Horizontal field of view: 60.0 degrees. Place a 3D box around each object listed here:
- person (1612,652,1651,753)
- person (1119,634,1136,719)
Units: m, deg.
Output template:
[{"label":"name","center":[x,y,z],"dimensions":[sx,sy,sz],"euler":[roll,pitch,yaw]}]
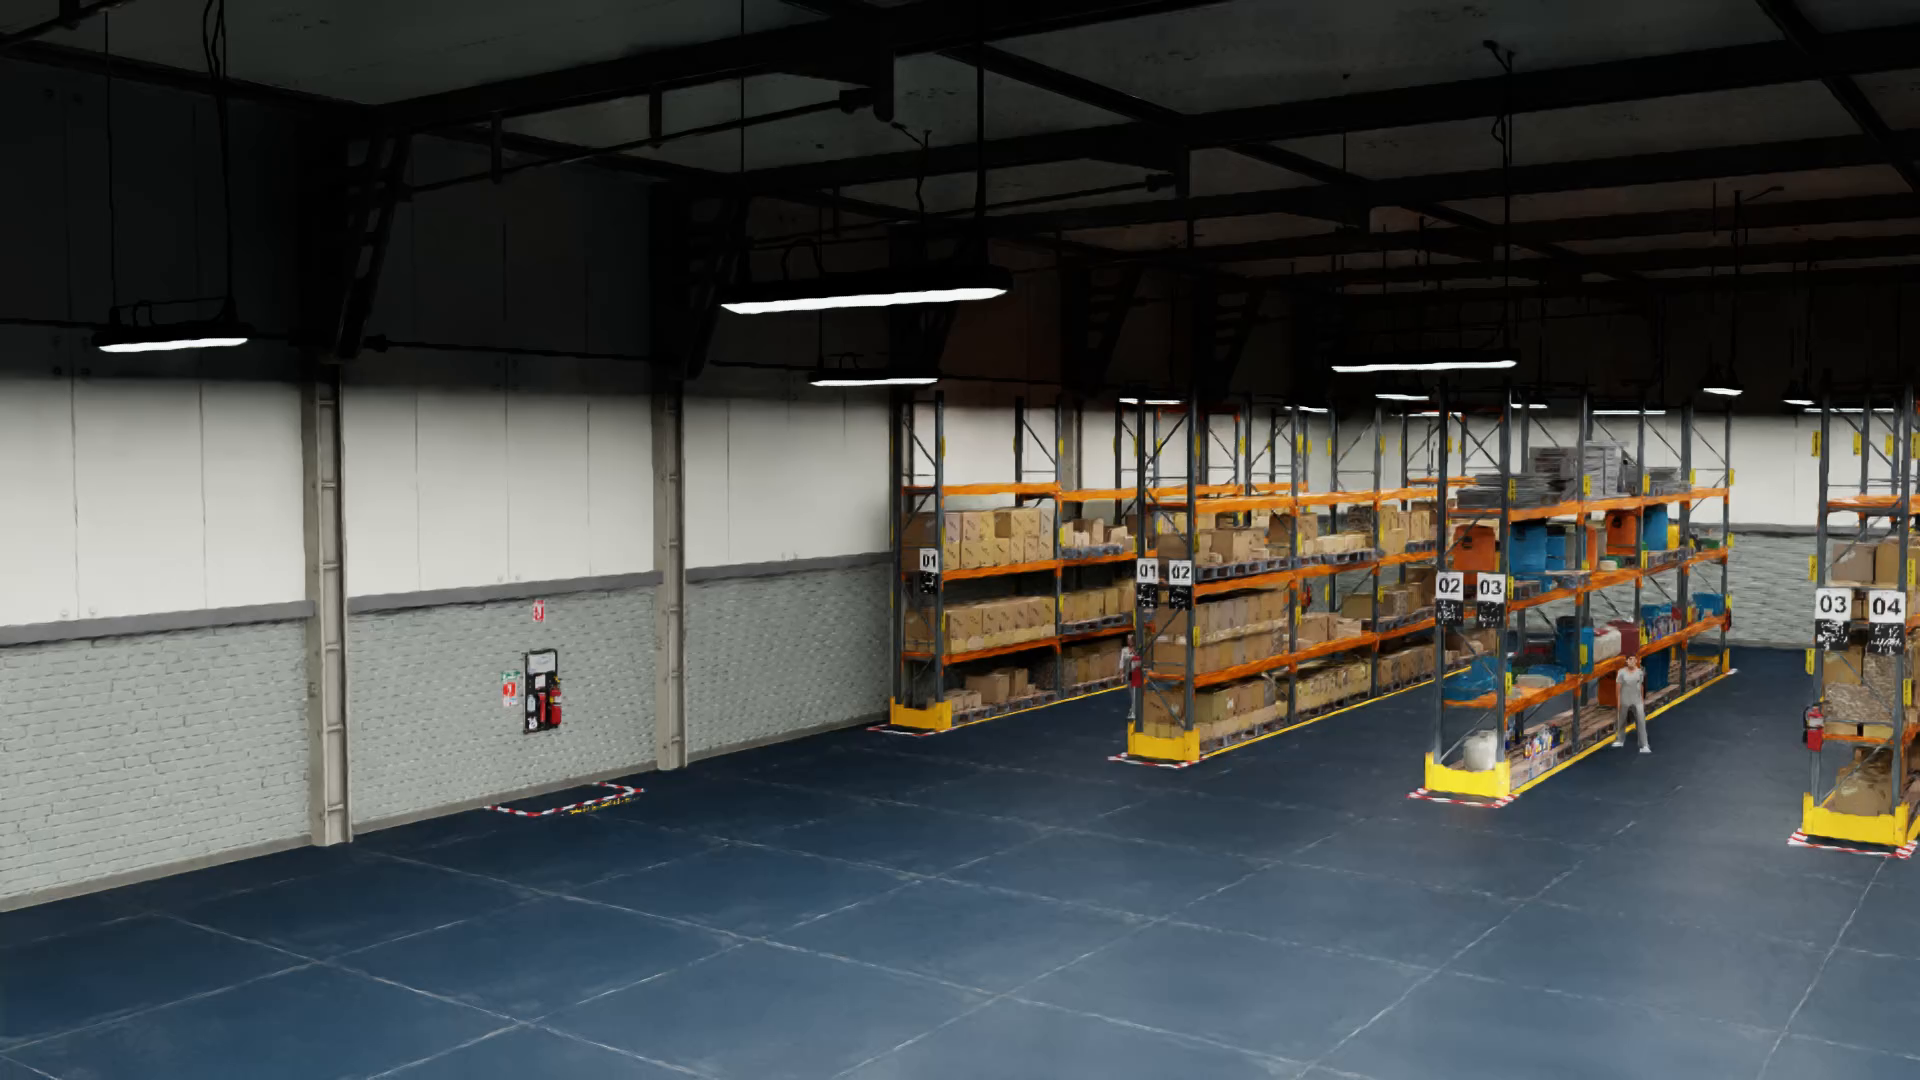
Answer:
[{"label":"person","center":[10.999,2.642,27.256],"dimensions":[0.485,1.619,0.895],"euler":[1,3,9]},{"label":"person","center":[3.171,2.493,30.701],"dimensions":[0.412,1.533,0.955],"euler":[2,4,27]}]
